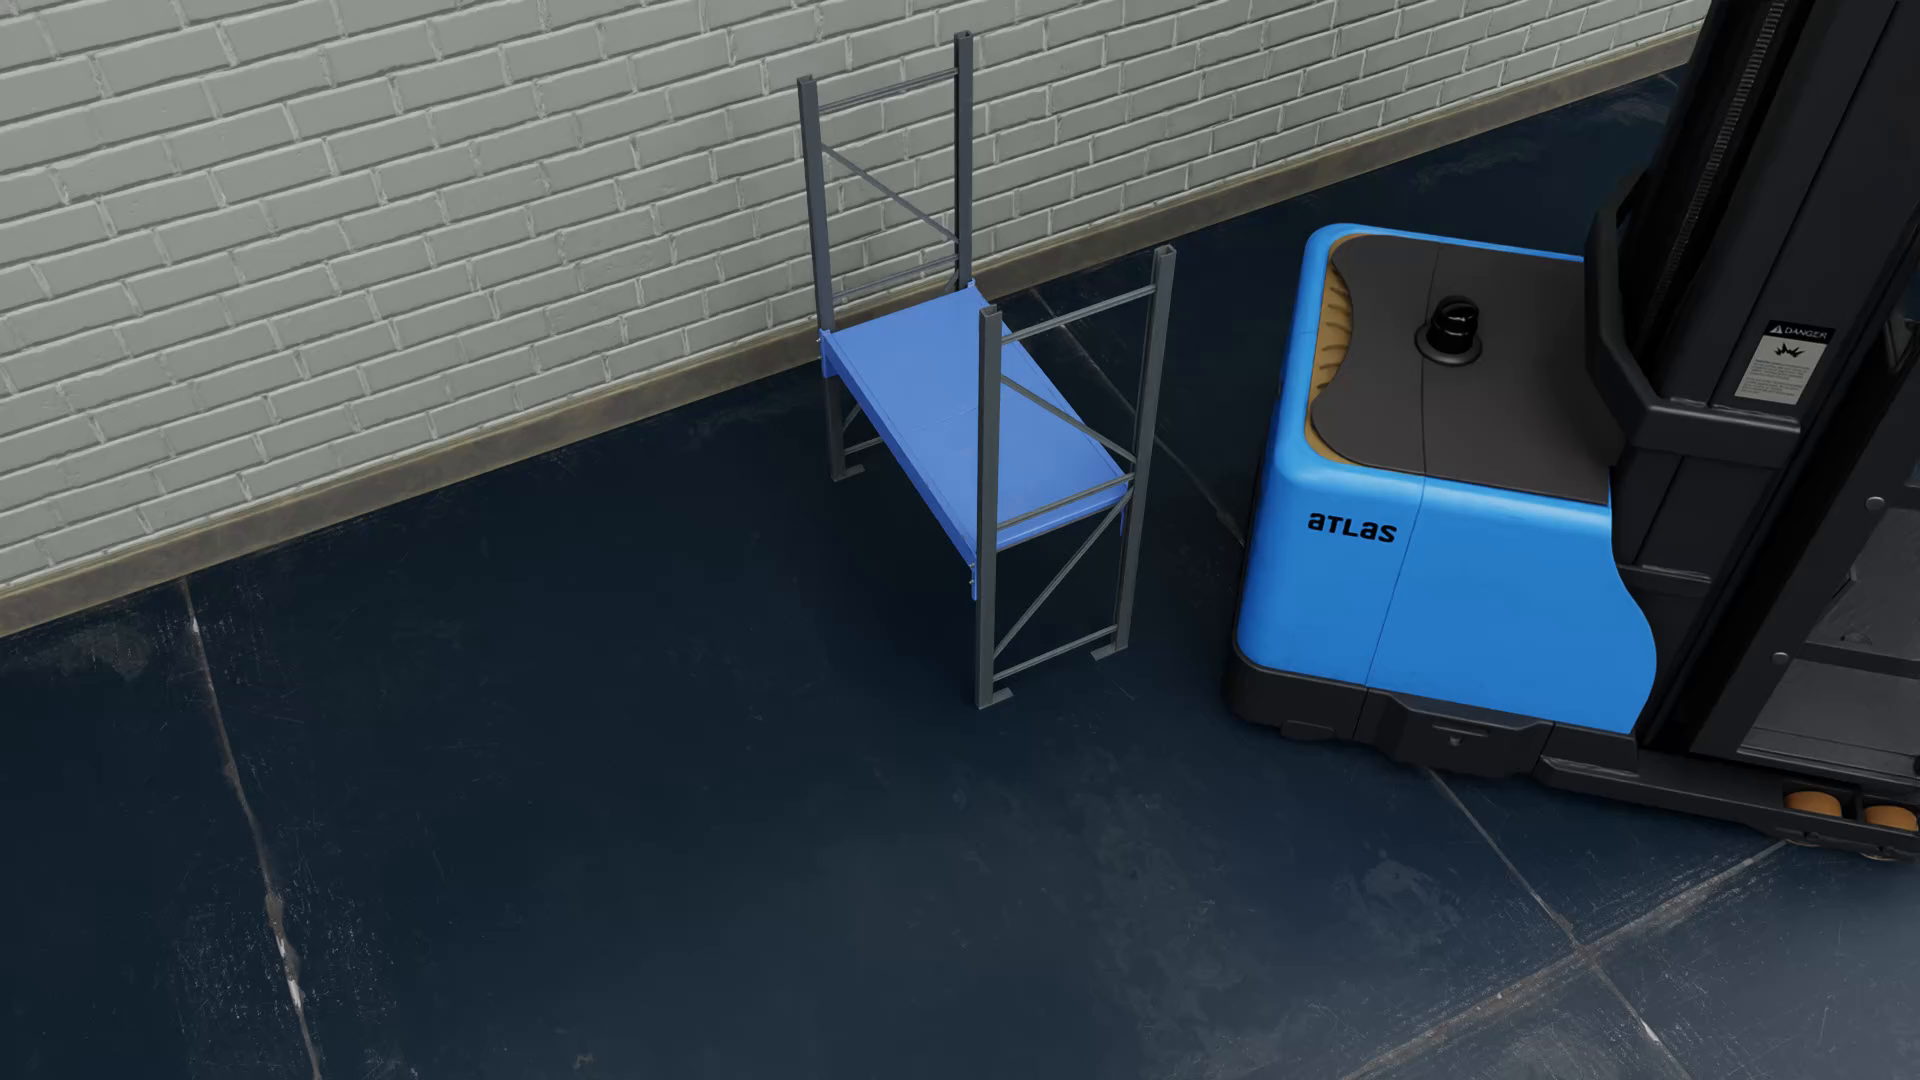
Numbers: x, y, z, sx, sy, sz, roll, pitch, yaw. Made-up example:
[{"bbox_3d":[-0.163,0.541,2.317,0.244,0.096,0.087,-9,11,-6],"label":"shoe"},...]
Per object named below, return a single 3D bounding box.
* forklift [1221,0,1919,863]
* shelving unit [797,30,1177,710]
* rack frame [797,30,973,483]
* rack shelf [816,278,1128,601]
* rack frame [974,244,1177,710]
[{"bbox_3d":[2.324,-0.543,3.777,3.031,2.935,1.130,10,50,9],"label":"forklift"},{"bbox_3d":[0.039,-0.437,4.636,0.538,1.500,1.048,-21,52,-18],"label":"shelving unit"},{"bbox_3d":[-0.194,-0.777,4.933,0.500,1.500,0.032,-21,52,-18],"label":"rack frame"},{"bbox_3d":[0.039,-0.318,4.771,0.538,0.185,1.000,-21,52,-18],"label":"rack shelf"},{"bbox_3d":[0.272,-0.096,4.338,0.500,1.500,0.032,-21,52,-18],"label":"rack frame"}]
